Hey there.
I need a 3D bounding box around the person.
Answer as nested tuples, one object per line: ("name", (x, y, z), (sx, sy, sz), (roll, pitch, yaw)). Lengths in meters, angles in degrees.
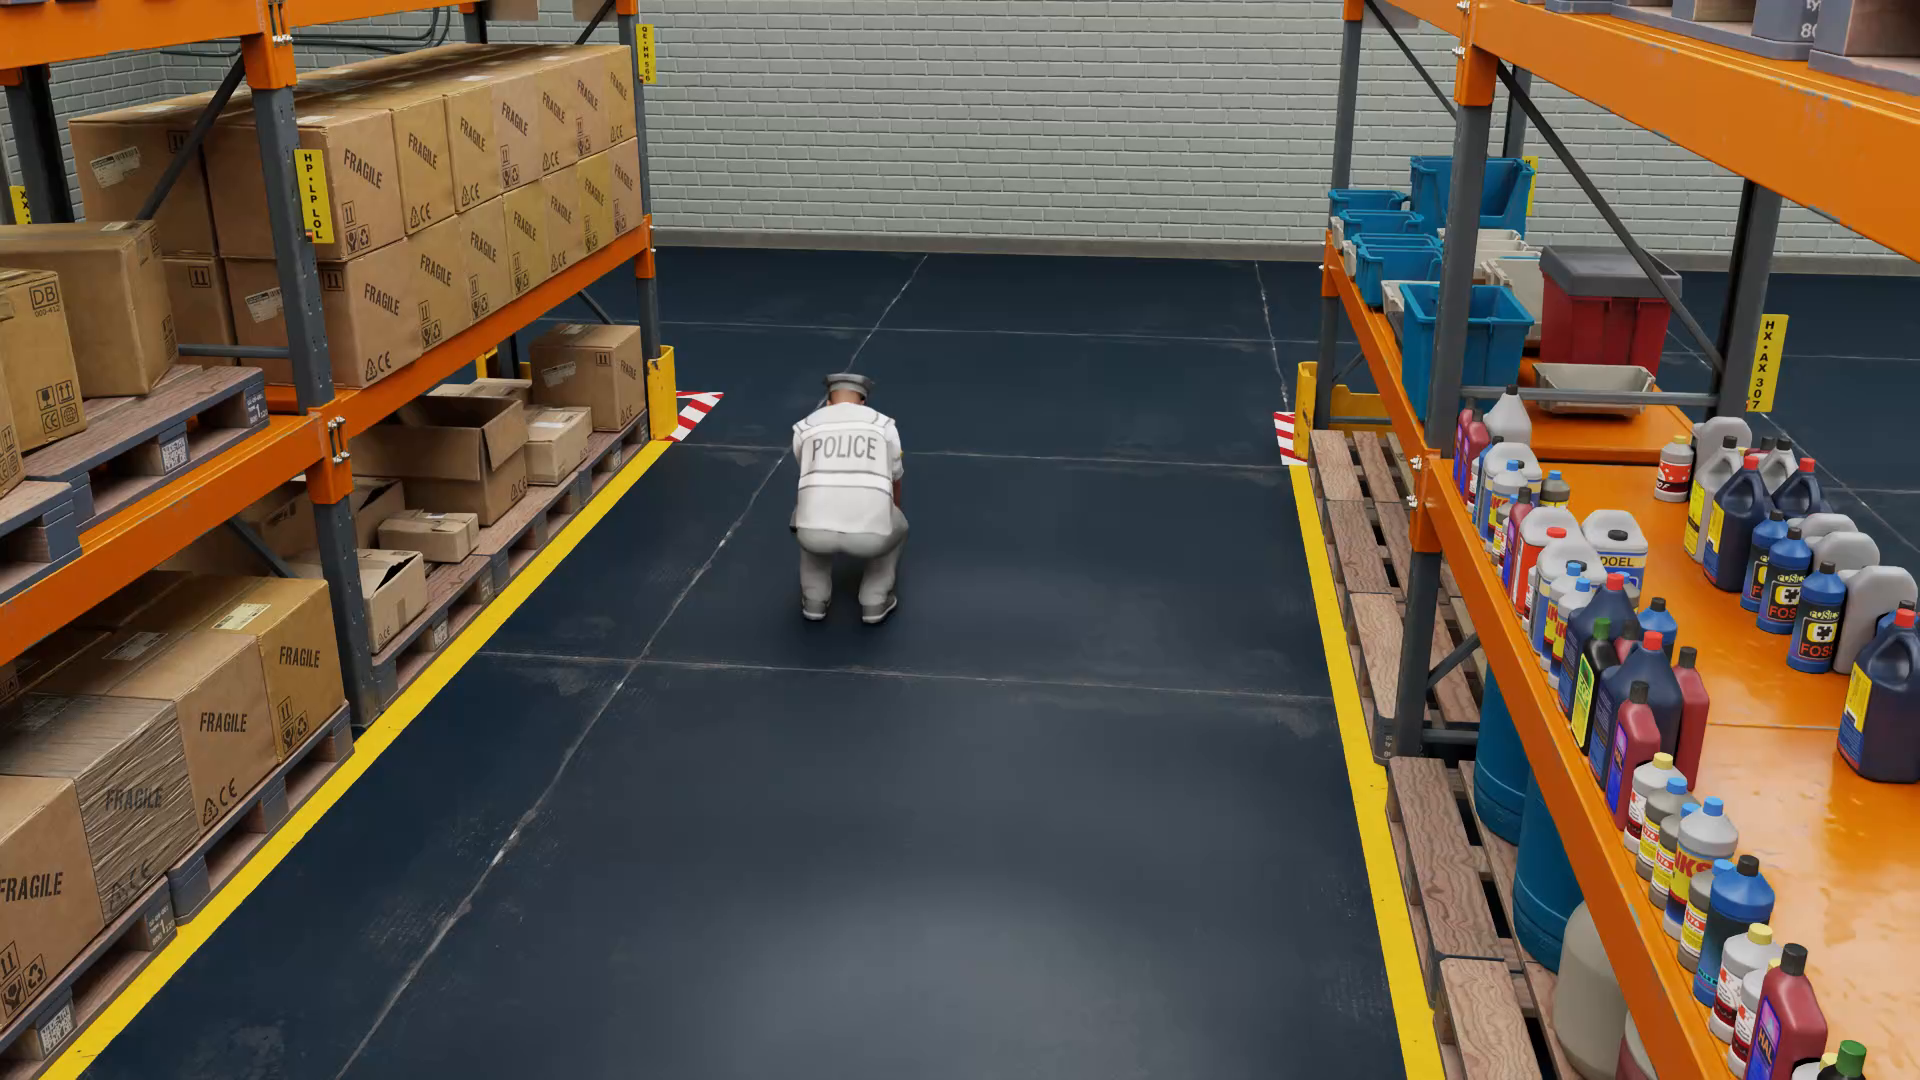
("person", (-0.510, -0.176, 7.622), (0.534, 0.985, 0.923), (2, 21, 5))
